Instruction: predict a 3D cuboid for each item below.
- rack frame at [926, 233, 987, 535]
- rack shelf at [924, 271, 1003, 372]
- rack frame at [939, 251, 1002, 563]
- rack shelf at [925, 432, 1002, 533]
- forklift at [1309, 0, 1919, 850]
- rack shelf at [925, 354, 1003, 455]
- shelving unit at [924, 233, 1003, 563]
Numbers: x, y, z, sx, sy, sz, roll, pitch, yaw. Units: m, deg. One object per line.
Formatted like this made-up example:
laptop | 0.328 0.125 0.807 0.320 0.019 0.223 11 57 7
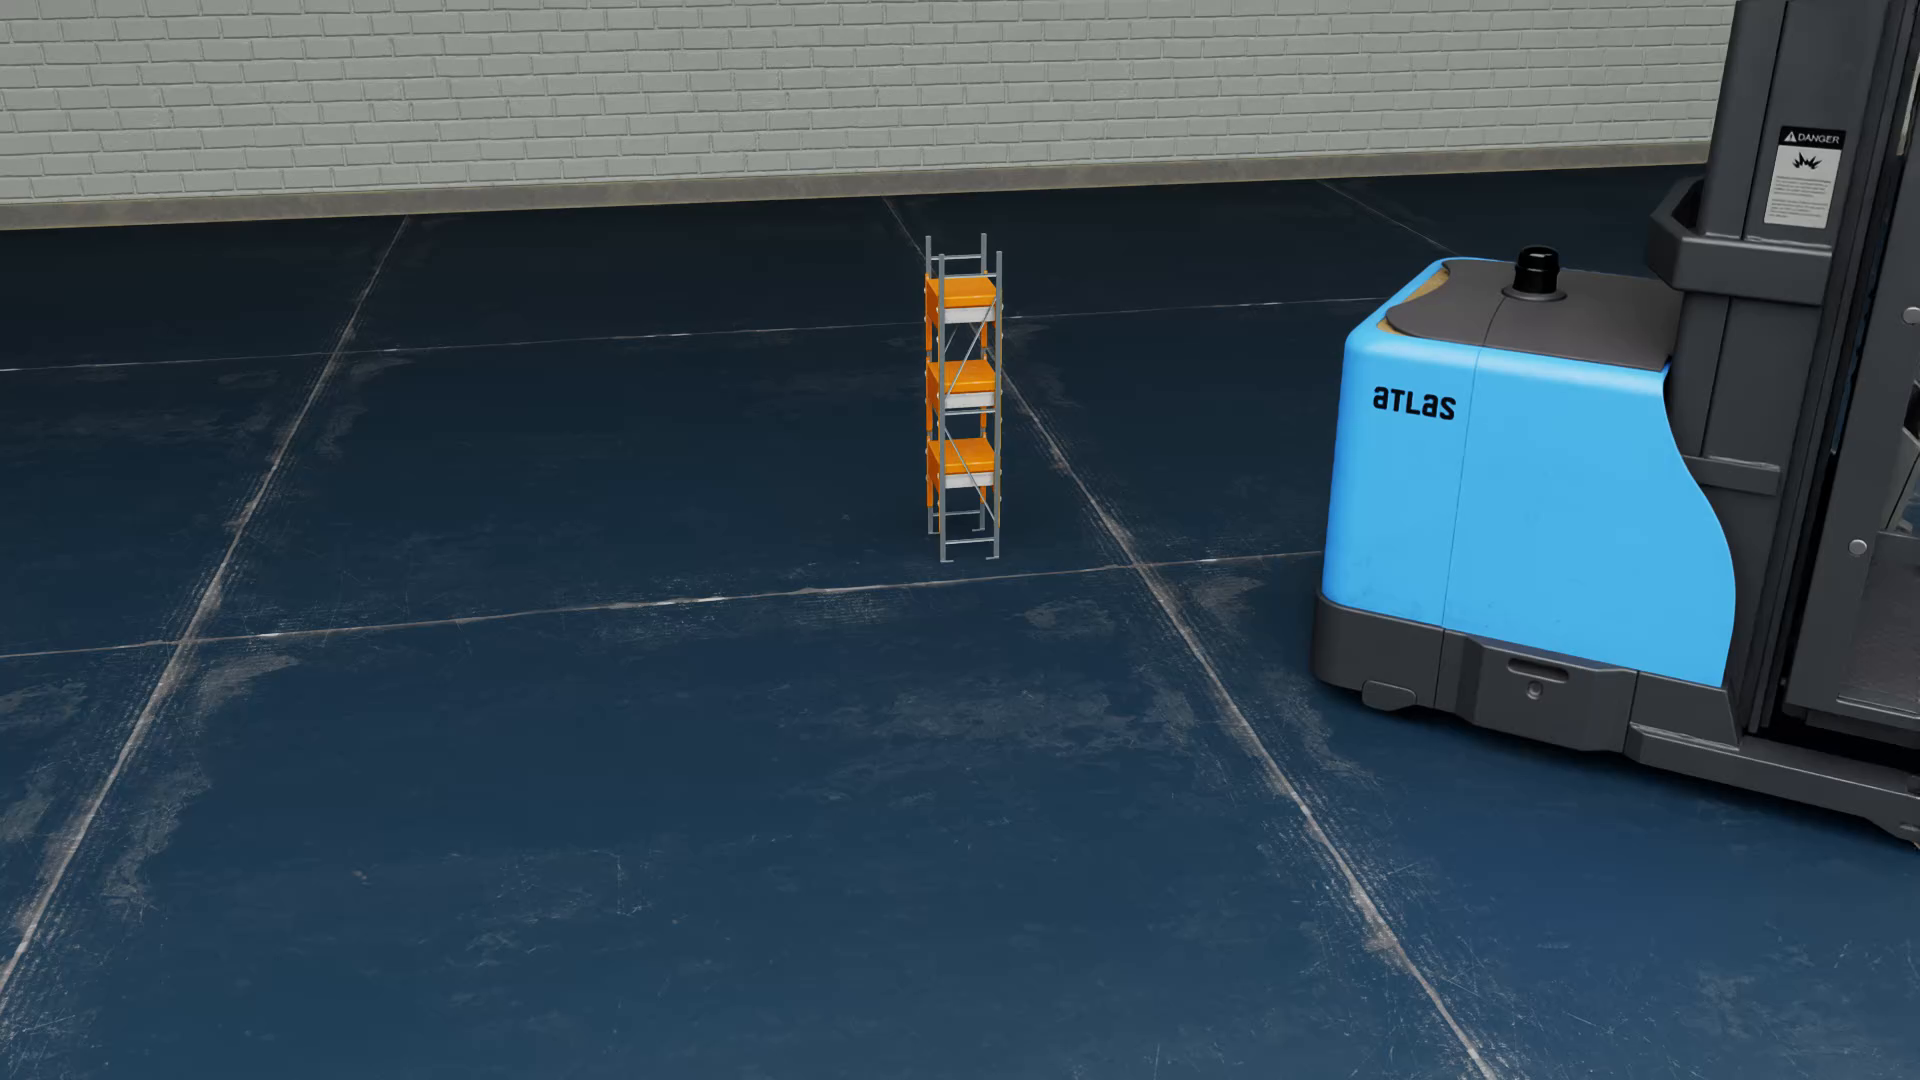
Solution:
rack frame | -0.013 -0.508 5.602 0.200 1.050 0.008 -4 24 -10
rack shelf | 0.010 -0.710 5.382 0.215 0.259 0.240 -4 24 -10
rack frame | 0.032 -0.412 5.382 0.200 1.050 0.008 -4 24 -10
rack shelf | 0.010 -0.196 5.607 0.215 0.259 0.240 -4 24 -10
forklift | 2.534 -0.781 3.876 3.031 2.935 1.130 13 27 26
rack shelf | 0.010 -0.450 5.496 0.215 0.259 0.240 -4 24 -10
shelving unit | 0.010 -0.460 5.492 0.215 1.050 0.252 -4 24 -10
